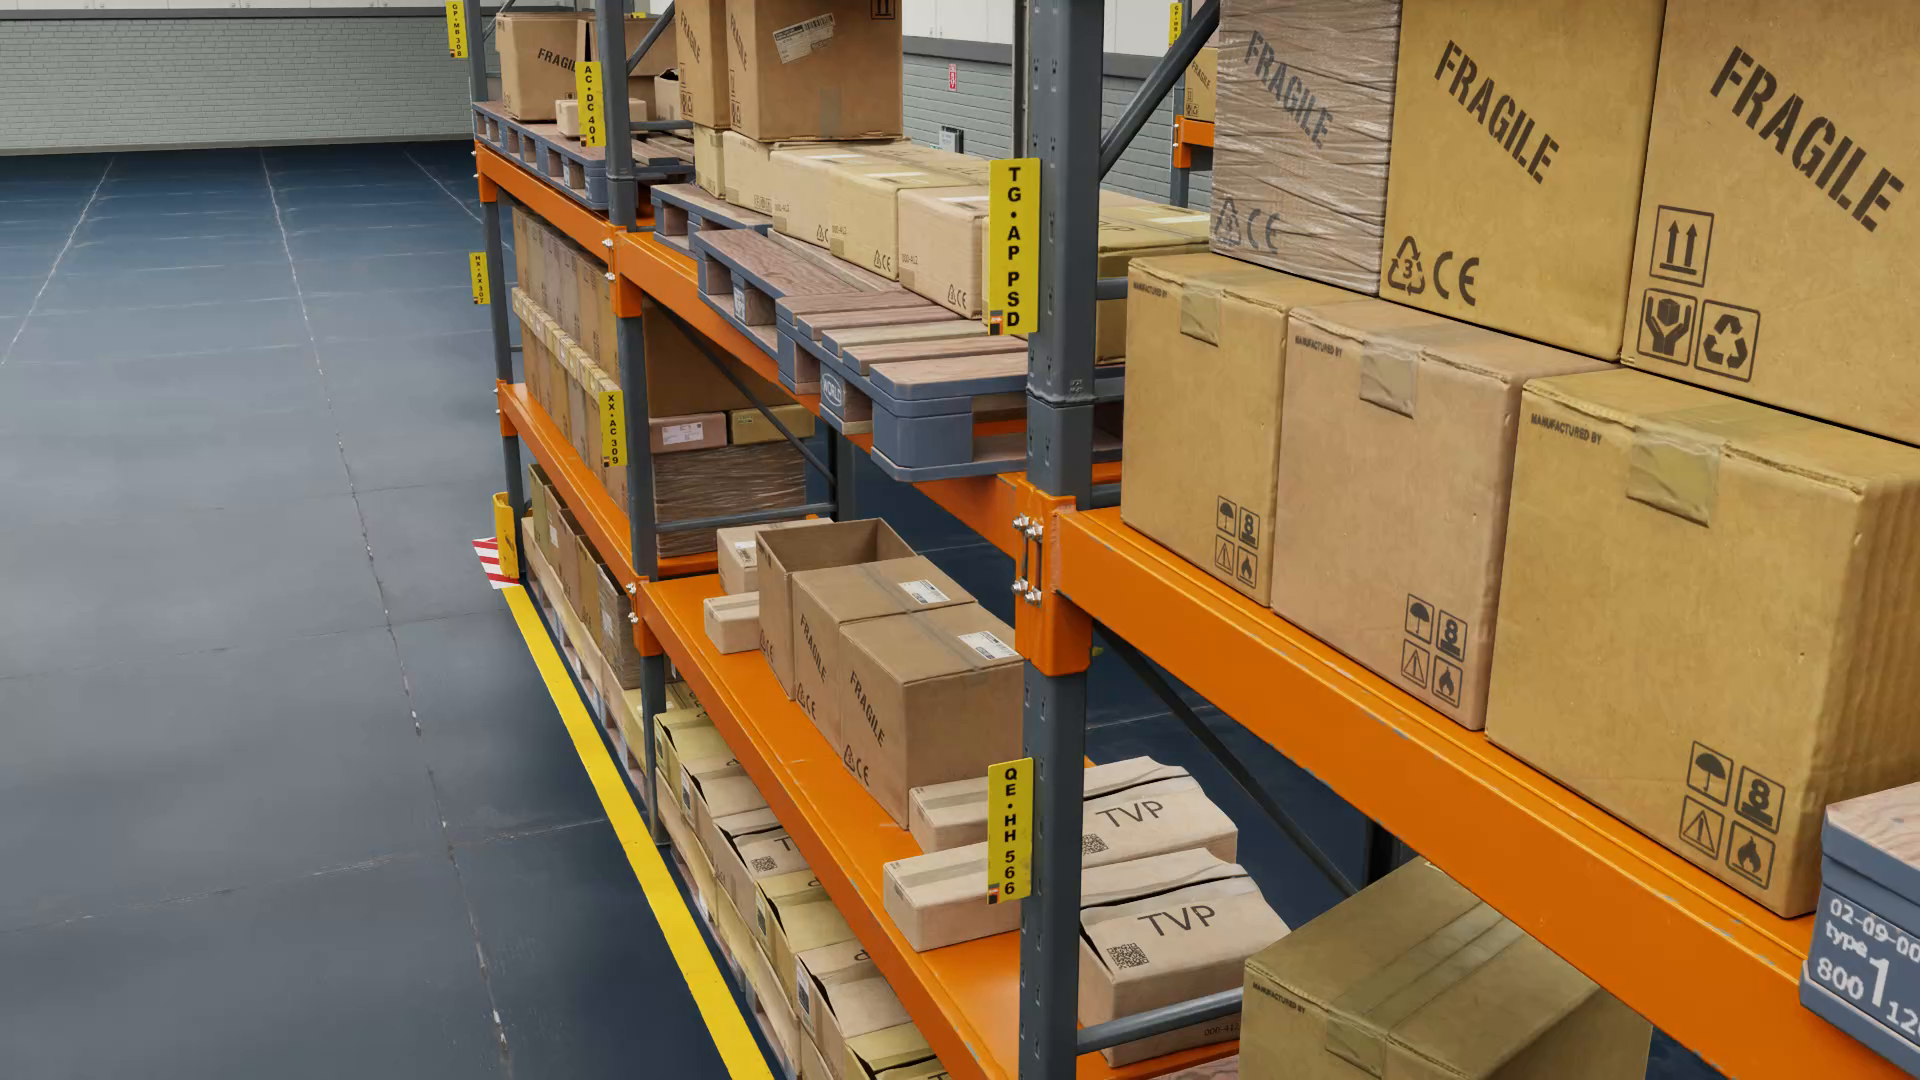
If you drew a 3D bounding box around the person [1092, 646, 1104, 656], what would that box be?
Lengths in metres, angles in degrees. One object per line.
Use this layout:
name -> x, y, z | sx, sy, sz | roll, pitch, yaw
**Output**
person -> 0.627, -0.200, 9.654 | 0.371, 1.787, 0.564 | -7, 20, -21
